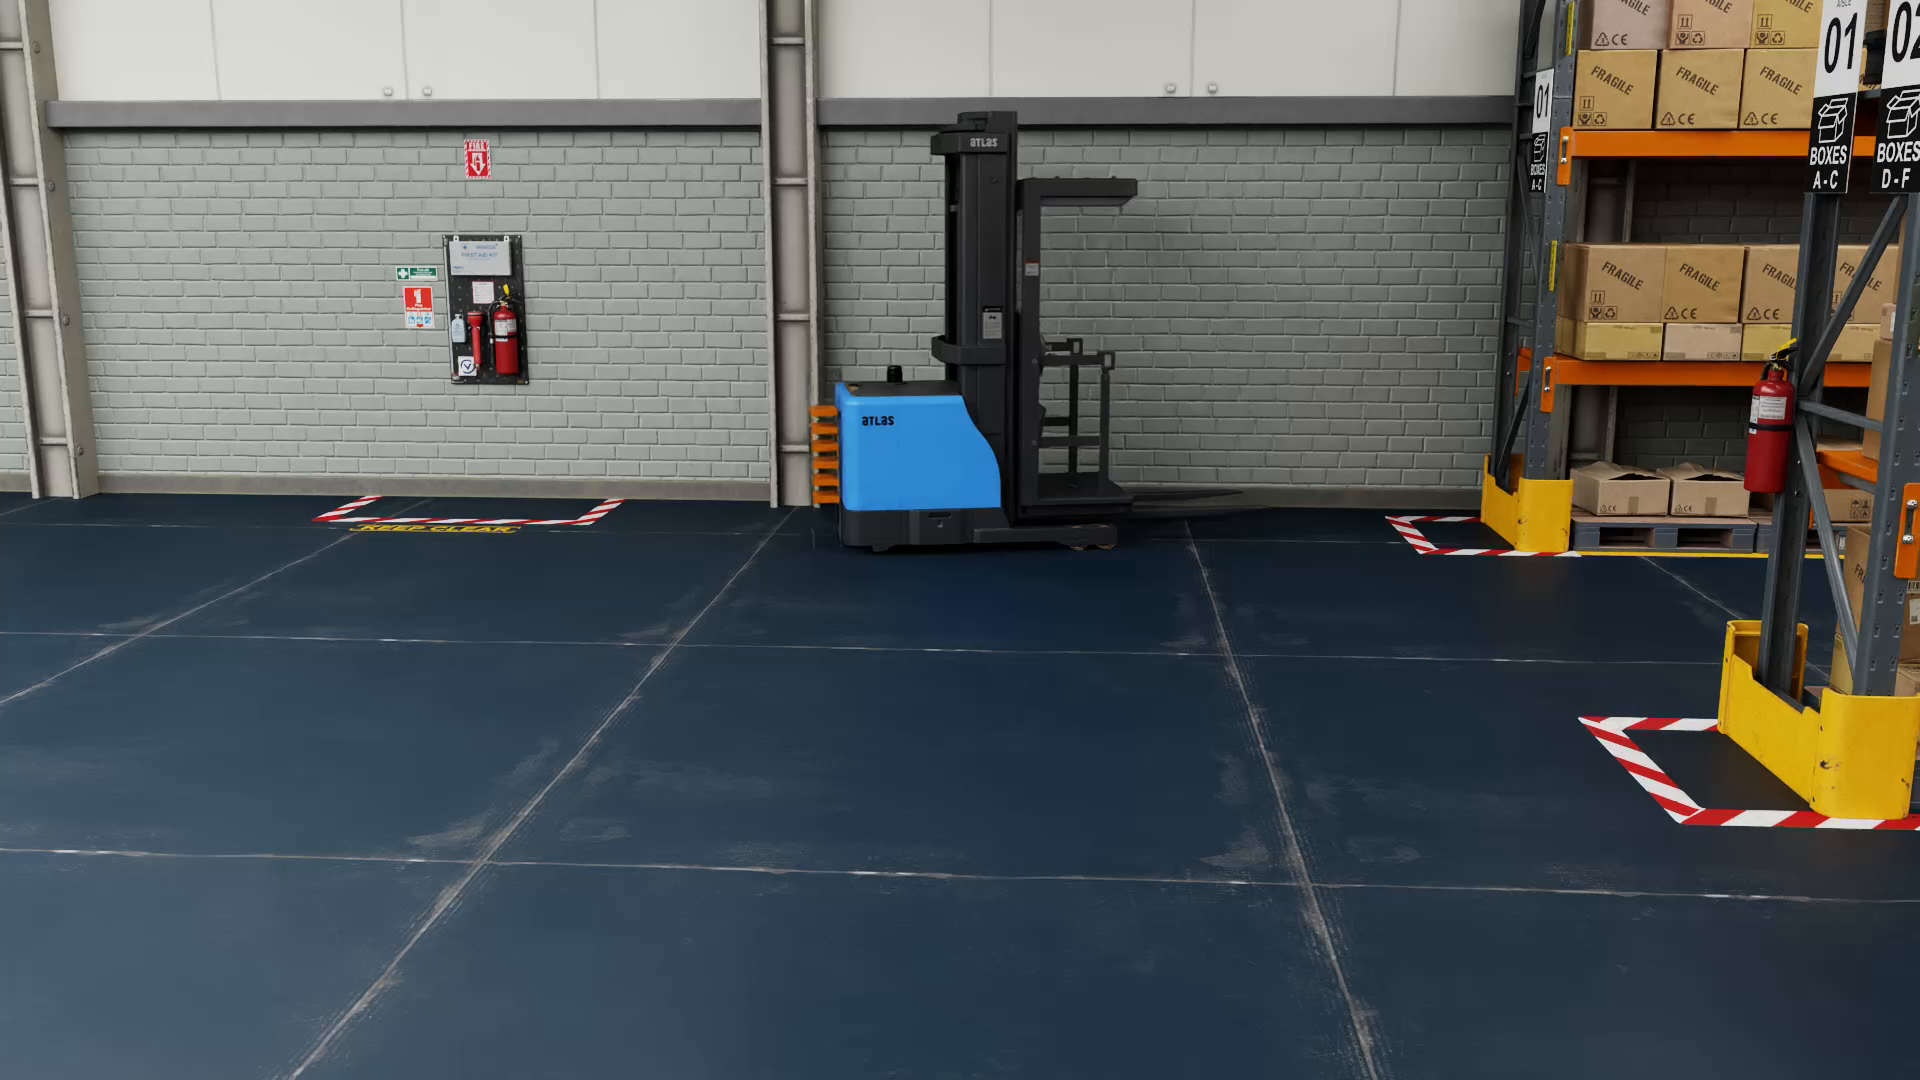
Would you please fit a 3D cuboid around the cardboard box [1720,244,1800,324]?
[{"bbox_3d":[5.422,-1.721,11.156,0.500,0.500,0.500,0,12,2],"label":"cardboard box"}]

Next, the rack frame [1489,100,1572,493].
[{"bbox_3d":[3.958,-1.503,11.626,0.127,3.000,1.000,1,12,4],"label":"rack frame"}]

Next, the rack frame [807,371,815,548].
[{"bbox_3d":[-1.030,-0.555,11.490,0.006,1.200,0.240,-2,12,-8],"label":"rack frame"}]

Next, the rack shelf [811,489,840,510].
[{"bbox_3d":[-0.937,-0.280,11.561,0.180,0.103,0.258,-2,12,-8],"label":"rack shelf"}]

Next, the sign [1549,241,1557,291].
[{"bbox_3d":[3.922,-1.816,11.008,0.005,0.325,0.100,1,12,4],"label":"sign"}]

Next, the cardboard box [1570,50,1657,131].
[{"bbox_3d":[4.275,-2.974,11.041,0.500,0.500,0.500,1,12,5],"label":"cardboard box"}]

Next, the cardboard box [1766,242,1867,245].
[{"bbox_3d":[5.963,-1.821,11.635,0.500,0.500,0.500,1,12,5],"label":"cardboard box"}]

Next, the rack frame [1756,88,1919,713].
[{"bbox_3d":[3.631,-0.491,6.788,0.127,3.000,1.000,1,12,4],"label":"rack frame"}]

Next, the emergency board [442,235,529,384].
[{"bbox_3d":[-3.735,-1.794,13.017,0.643,1.169,0.194,1,12,4],"label":"emergency board"}]

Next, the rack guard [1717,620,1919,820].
[{"bbox_3d":[3.607,0.732,7.046,0.348,0.500,1.175,1,12,4],"label":"rack guard"}]

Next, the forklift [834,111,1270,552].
[{"bbox_3d":[0.650,-1.471,11.639,3.031,2.935,1.130,-2,12,-8],"label":"forklift"}]

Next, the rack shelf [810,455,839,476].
[{"bbox_3d":[-0.939,-0.515,11.512,0.180,0.103,0.258,-2,12,-8],"label":"rack shelf"}]

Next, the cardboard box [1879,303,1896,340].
[{"bbox_3d":[4.025,-0.891,6.873,0.250,0.149,0.380,1,12,3],"label":"cardboard box"}]

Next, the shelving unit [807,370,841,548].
[{"bbox_3d":[-0.939,-0.558,11.503,0.189,1.200,0.258,-2,12,-8],"label":"shelving unit"}]

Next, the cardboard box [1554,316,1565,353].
[{"bbox_3d":[4.438,-1.472,11.798,0.500,0.250,0.500,1,12,5],"label":"cardboard box"}]

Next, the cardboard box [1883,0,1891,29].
[{"bbox_3d":[6.362,-3.426,10.760,0.500,0.500,0.500,0,12,2],"label":"cardboard box"}]

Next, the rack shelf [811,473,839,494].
[{"bbox_3d":[-0.938,-0.397,11.537,0.180,0.103,0.258,-2,12,-8],"label":"rack shelf"}]

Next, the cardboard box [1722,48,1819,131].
[{"bbox_3d":[5.327,-2.953,10.941,0.500,0.500,0.500,1,12,6],"label":"cardboard box"}]

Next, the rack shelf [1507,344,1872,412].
[{"bbox_3d":[5.954,-1.123,11.569,4.000,0.370,1.077,1,12,4],"label":"rack shelf"}]

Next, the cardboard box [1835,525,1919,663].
[{"bbox_3d":[4.186,0.229,7.206,0.500,0.500,0.500,1,12,4],"label":"cardboard box"}]

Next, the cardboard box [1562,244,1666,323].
[{"bbox_3d":[4.415,-1.738,11.238,0.500,0.500,0.500,1,12,4],"label":"cardboard box"}]

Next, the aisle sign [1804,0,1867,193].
[{"bbox_3d":[3.585,-1.824,6.813,0.004,0.787,0.394,1,12,4],"label":"aisle sign"}]

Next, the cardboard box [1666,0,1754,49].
[{"bbox_3d":[4.824,-3.447,10.860,0.500,0.500,0.500,1,12,3],"label":"cardboard box"}]

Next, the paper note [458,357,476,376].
[{"bbox_3d":[-3.907,-1.379,13.186,0.142,0.148,0.016,1,12,4],"label":"paper note"}]

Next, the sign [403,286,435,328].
[{"bbox_3d":[-4.280,-1.840,13.150,0.234,0.329,0.001,1,12,4],"label":"sign"}]

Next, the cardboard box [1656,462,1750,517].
[{"bbox_3d":[5.211,-0.366,11.686,0.500,0.311,0.500,2,12,8],"label":"cardboard box"}]

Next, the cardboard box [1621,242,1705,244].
[{"bbox_3d":[4.944,-1.834,11.697,0.500,0.500,0.500,1,12,5],"label":"cardboard box"}]

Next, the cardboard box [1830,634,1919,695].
[{"bbox_3d":[4.186,0.597,7.280,0.500,0.250,0.500,1,12,4],"label":"cardboard box"}]

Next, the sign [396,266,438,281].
[{"bbox_3d":[-4.276,-2.097,13.087,0.331,0.109,0.001,1,12,4],"label":"sign"}]

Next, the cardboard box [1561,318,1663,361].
[{"bbox_3d":[4.424,-1.368,11.298,0.500,0.250,0.500,0,12,2],"label":"cardboard box"}]

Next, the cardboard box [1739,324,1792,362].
[{"bbox_3d":[5.451,-1.355,11.239,0.500,0.250,0.500,1,12,3],"label":"cardboard box"}]

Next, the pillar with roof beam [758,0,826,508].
[{"bbox_3d":[-1.560,-3.809,7.999,0.400,9.000,9.100,1,12,4],"label":"pillar with roof beam"}]

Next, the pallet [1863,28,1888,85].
[{"bbox_3d":[4.335,-1.901,6.419,1.213,0.211,1.003,1,12,4],"label":"pallet"}]

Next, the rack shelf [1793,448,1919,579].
[{"bbox_3d":[5.627,-0.111,6.731,4.000,0.370,1.077,1,12,4],"label":"rack shelf"}]

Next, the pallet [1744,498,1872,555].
[{"bbox_3d":[6.056,-0.101,11.737,1.213,0.211,1.003,1,12,4],"label":"pallet"}]

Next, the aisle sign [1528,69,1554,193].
[{"bbox_3d":[3.866,-2.715,11.072,0.004,0.787,0.394,1,12,4],"label":"aisle sign"}]
